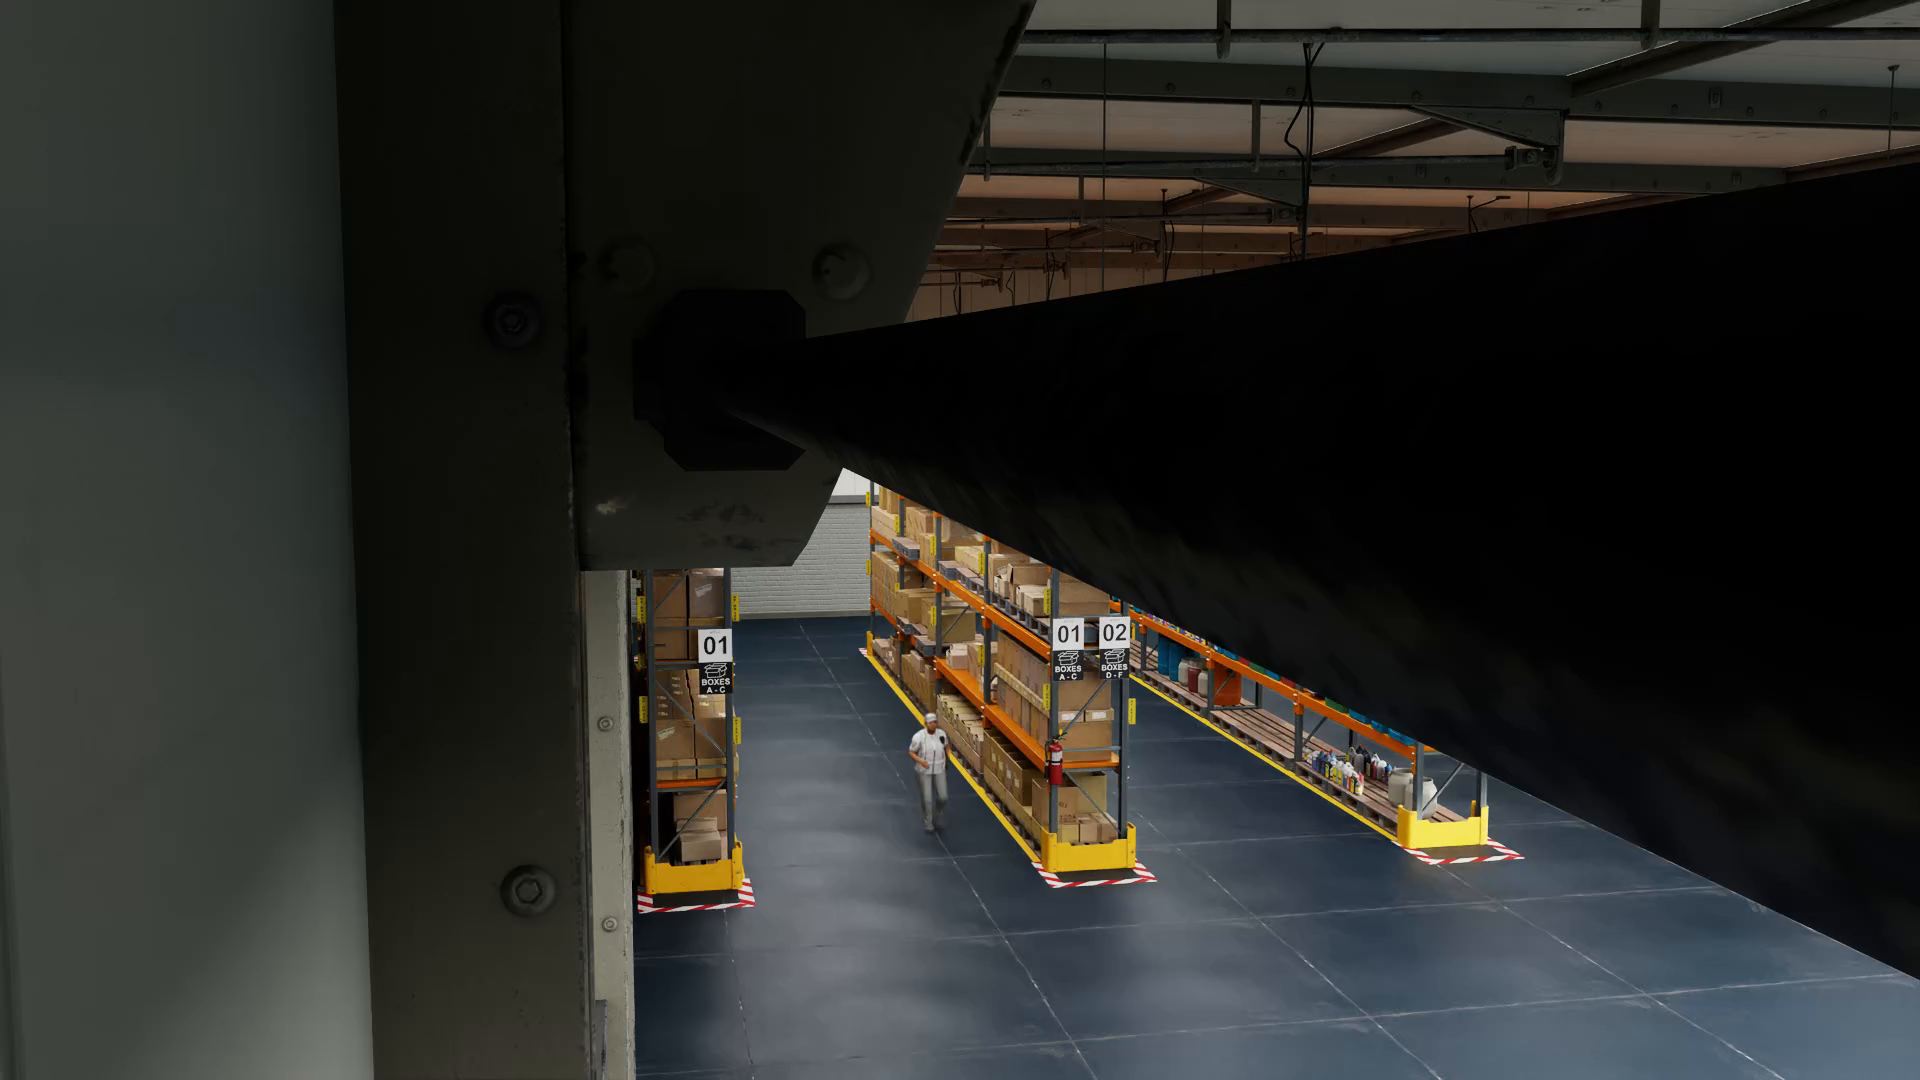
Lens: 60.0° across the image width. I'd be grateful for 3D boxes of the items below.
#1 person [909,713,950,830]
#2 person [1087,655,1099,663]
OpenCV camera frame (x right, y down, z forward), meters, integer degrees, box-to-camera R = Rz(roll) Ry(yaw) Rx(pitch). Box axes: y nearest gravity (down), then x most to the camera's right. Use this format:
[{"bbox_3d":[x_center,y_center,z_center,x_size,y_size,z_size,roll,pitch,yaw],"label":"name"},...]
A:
[{"bbox_3d":[-0.388,3.157,22.608,0.603,1.628,0.560,-1,6,-13],"label":"person"},{"bbox_3d":[2.366,2.306,30.477,0.561,1.629,0.617,-2,6,-21],"label":"person"}]
